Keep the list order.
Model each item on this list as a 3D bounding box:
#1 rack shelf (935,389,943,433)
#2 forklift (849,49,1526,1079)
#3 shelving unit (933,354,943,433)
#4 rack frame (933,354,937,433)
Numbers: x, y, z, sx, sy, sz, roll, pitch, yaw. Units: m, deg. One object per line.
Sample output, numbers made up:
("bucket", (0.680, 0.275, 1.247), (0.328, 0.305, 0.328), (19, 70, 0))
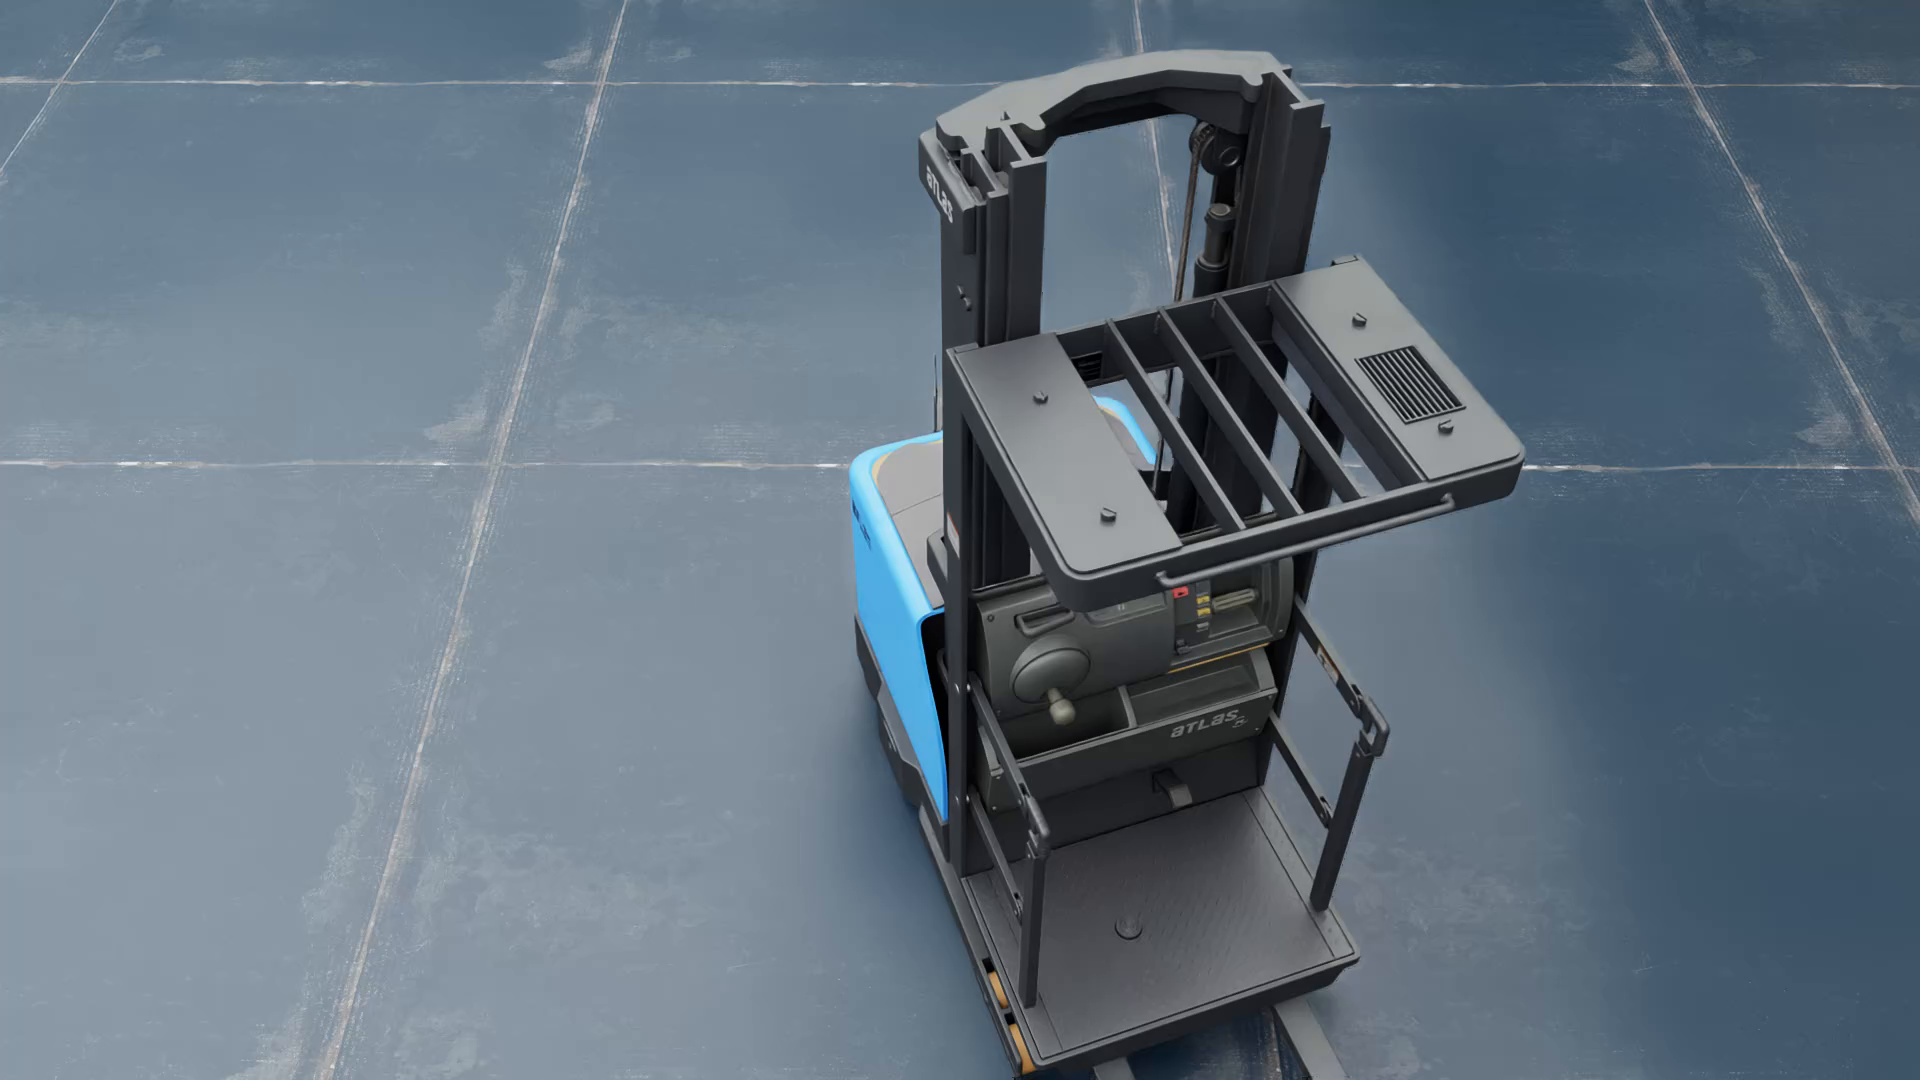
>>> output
("rack shelf", (0.008, -0.468, 6.328), (0.200, 0.077, 0.258), (0, 47, 0))
("forklift", (0.579, 0.337, 4.515), (1.130, 2.935, 3.031), (-15, 49, -13))
("shelving unit", (0.008, -0.307, 6.501), (0.210, 0.900, 0.258), (0, 47, 0))
("rack frame", (-0.094, -0.307, 6.502), (0.006, 0.900, 0.240), (0, 47, 0))
